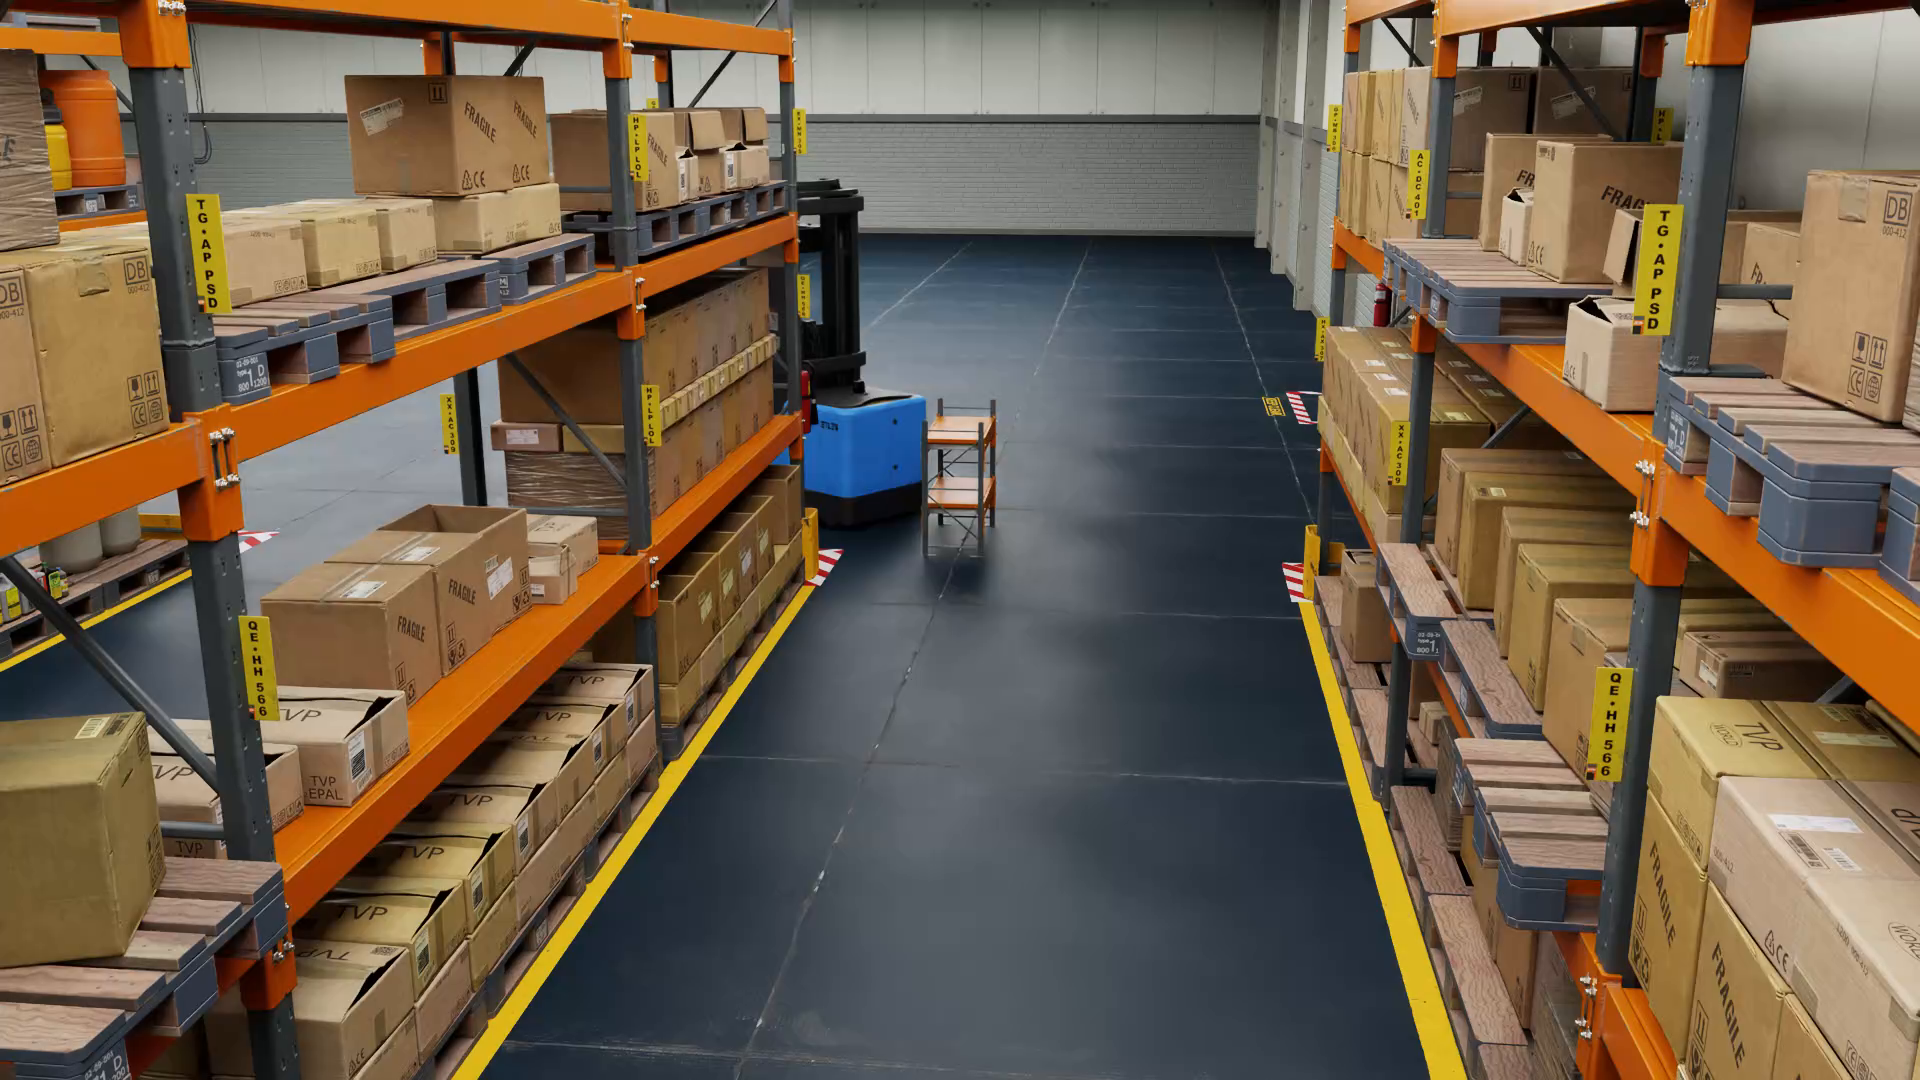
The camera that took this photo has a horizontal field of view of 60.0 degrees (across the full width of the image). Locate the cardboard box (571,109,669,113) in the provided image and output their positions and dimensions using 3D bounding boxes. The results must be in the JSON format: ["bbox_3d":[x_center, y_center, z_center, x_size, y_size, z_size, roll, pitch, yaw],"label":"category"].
[{"bbox_3d":[-2.178,-2.529,10.758,0.500,0.500,0.500,2,15,6],"label":"cardboard box"}]

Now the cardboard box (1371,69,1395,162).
[{"bbox_3d":[2.639,-2.408,9.427,0.500,0.500,0.500,1,15,4],"label":"cardboard box"}]

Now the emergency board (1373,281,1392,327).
[{"bbox_3d":[4.977,-3.029,19.618,0.194,1.169,0.643,2,15,6],"label":"emergency board"}]

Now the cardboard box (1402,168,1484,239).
[{"bbox_3d":[2.563,-1.648,8.533,0.500,0.500,0.500,2,15,8],"label":"cardboard box"}]

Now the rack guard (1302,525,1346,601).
[{"bbox_3d":[3.194,0.186,12.516,1.175,0.500,0.348,2,15,6],"label":"rack guard"}]

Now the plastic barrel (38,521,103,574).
[{"bbox_3d":[-6.696,-0.031,12.491,0.421,0.512,0.421,0,15,0],"label":"plastic barrel"}]

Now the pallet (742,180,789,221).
[{"bbox_3d":[-1.825,-2.408,11.743,1.003,0.211,1.213,2,15,6],"label":"pallet"}]

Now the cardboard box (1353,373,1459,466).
[{"bbox_3d":[2.616,-0.694,9.793,0.500,0.500,0.500,1,15,5],"label":"cardboard box"}]

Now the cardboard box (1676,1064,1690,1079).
[{"bbox_3d":[1.882,1.356,3.843,0.380,0.149,0.250,2,15,8],"label":"cardboard box"}]

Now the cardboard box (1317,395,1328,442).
[{"bbox_3d":[2.832,-0.860,11.846,0.500,0.250,0.500,1,15,5],"label":"cardboard box"}]

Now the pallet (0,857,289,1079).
[{"bbox_3d":[-2.629,1.160,4.493,1.213,0.211,1.003,2,15,6],"label":"pallet"}]

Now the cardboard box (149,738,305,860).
[{"bbox_3d":[-2.538,0.840,5.481,0.500,0.311,0.500,3,15,10],"label":"cardboard box"}]

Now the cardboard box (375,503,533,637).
[{"bbox_3d":[-2.333,0.139,7.709,0.500,0.500,0.500,3,15,10],"label":"cardboard box"}]

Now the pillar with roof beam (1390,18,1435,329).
[{"bbox_3d":[0.383,-5.412,16.938,9.100,9.000,0.400,2,15,6],"label":"pillar with roof beam"}]

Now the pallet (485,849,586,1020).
[{"bbox_3d":[-2.350,1.708,7.442,1.003,0.211,1.213,2,15,6],"label":"pallet"}]

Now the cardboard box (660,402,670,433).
[{"bbox_3d":[-1.892,-0.705,9.590,0.380,0.149,0.250,1,15,5],"label":"cardboard box"}]

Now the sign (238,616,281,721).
[{"bbox_3d":[-2.082,0.382,4.935,0.100,0.325,0.005,2,15,6],"label":"sign"}]

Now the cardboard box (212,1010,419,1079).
[{"bbox_3d":[-2.271,1.887,5.900,0.500,0.250,0.500,2,15,6],"label":"cardboard box"}]

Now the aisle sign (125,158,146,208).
[{"bbox_3d":[-6.337,-2.597,13.039,0.394,0.787,0.004,2,15,6],"label":"aisle sign"}]

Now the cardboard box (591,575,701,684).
[{"bbox_3d":[-1.807,0.504,9.579,0.500,0.500,0.500,2,15,6],"label":"cardboard box"}]

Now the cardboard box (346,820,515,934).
[{"bbox_3d":[-2.161,1.348,6.820,0.500,0.311,0.500,1,15,5],"label":"cardboard box"}]

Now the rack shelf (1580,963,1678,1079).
[{"bbox_3d":[2.075,1.901,2.765,1.077,0.370,4.000,2,15,6],"label":"rack shelf"}]

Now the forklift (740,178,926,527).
[{"bbox_3d":[-1.707,-1.831,15.320,3.031,2.935,1.130,14,20,41],"label":"forklift"}]

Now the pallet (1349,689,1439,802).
[{"bbox_3d":[2.792,1.168,9.438,1.003,0.211,1.213,2,15,6],"label":"pallet"}]

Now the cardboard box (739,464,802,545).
[{"bbox_3d":[-1.484,-0.275,12.458,0.500,0.500,0.500,2,15,6],"label":"cardboard box"}]

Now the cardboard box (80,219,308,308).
[{"bbox_3d":[-2.586,-0.944,5.645,0.500,0.250,0.500,2,15,8],"label":"cardboard box"}]

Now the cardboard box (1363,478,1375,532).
[{"bbox_3d":[2.568,-0.201,9.407,0.500,0.250,0.500,2,15,7],"label":"cardboard box"}]

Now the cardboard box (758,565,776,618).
[{"bbox_3d":[-1.586,0.347,11.596,0.500,0.250,0.500,2,15,6],"label":"cardboard box"}]

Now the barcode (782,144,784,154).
[{"bbox_3d":[-1.274,-2.821,11.989,0.001,0.075,0.075,2,15,6],"label":"barcode"}]

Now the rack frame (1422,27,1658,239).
[{"bbox_3d":[2.752,-2.899,7.643,1.000,3.000,0.127,2,15,6],"label":"rack frame"}]

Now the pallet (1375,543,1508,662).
[{"bbox_3d":[2.521,0.284,7.734,1.003,0.211,1.213,2,15,6],"label":"pallet"}]

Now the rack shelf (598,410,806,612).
[{"bbox_3d":[-1.945,-0.319,10.974,1.077,0.370,4.000,2,15,6],"label":"rack shelf"}]

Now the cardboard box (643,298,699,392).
[{"bbox_3d":[-2.014,-1.199,10.171,0.700,0.500,0.500,2,15,6],"label":"cardboard box"}]

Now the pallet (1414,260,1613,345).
[{"bbox_3d":[2.462,-0.934,6.483,1.213,0.211,1.003,2,15,6],"label":"pallet"}]

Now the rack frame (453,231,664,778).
[{"bbox_3d":[-2.171,-0.148,8.962,1.000,3.000,0.127,2,15,6],"label":"rack frame"}]

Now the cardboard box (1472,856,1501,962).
[{"bbox_3d":[2.579,1.449,7.001,0.700,0.500,0.500,2,15,7],"label":"cardboard box"}]

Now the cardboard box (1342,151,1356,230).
[{"bbox_3d":[2.821,-2.329,11.051,0.500,0.500,0.500,3,15,10],"label":"cardboard box"}]

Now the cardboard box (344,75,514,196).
[{"bbox_3d":[-2.321,-1.781,7.301,0.500,0.500,0.500,3,15,12],"label":"cardboard box"}]

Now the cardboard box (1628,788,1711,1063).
[{"bbox_3d":[1.991,0.952,4.097,0.500,0.500,0.500,2,15,8],"label":"cardboard box"}]

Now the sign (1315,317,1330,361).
[{"bbox_3d":[2.664,-1.474,12.209,0.100,0.325,0.005,2,15,6],"label":"sign"}]

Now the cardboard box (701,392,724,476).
[{"bbox_3d":[-1.957,-0.711,10.854,0.700,0.500,0.500,2,15,8],"label":"cardboard box"}]

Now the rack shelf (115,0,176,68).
[{"bbox_3d":[-2.848,-0.947,2.570,1.077,0.370,4.000,2,15,6],"label":"rack shelf"}]

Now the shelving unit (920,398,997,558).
[{"bbox_3d":[-0.001,-0.541,14.009,0.538,1.125,1.048,2,15,6],"label":"shelving unit"}]

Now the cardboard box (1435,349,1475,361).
[{"bbox_3d":[3.240,-0.947,10.728,0.500,0.500,0.500,1,15,5],"label":"cardboard box"}]

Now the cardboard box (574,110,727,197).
[{"bbox_3d":[-1.860,-2.339,10.050,0.797,0.503,0.637,3,16,12],"label":"cardboard box"}]

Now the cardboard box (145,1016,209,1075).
[{"bbox_3d":[-2.808,1.600,5.886,0.500,0.311,0.500,2,15,8],"label":"cardboard box"}]

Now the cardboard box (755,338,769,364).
[{"bbox_3d":[-1.601,-1.374,12.063,0.380,0.149,0.250,2,15,8],"label":"cardboard box"}]

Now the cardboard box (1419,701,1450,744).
[{"bbox_3d":[2.782,1.013,9.255,0.380,0.166,0.250,0,15,-1],"label":"cardboard box"}]

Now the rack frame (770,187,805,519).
[{"bbox_3d":[-1.719,-1.185,12.799,1.000,3.000,0.127,2,15,6],"label":"rack frame"}]

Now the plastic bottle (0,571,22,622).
[{"bbox_3d":[-6.498,0.367,11.290,0.144,0.351,0.185,2,15,9],"label":"plastic bottle"}]

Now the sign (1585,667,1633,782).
[{"bbox_3d":[1.760,0.500,4.499,0.100,0.325,0.005,2,15,6],"label":"sign"}]

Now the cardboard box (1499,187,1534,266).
[{"bbox_3d":[2.541,-1.311,6.885,0.500,0.311,0.500,2,15,8],"label":"cardboard box"}]

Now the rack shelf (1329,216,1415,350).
[{"bbox_3d":[2.977,-1.622,10.047,1.077,0.370,4.000,2,15,6],"label":"rack shelf"}]

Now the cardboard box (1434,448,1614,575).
[{"bbox_3d":[2.660,-0.132,7.871,0.700,0.500,0.500,2,15,6],"label":"cardboard box"}]

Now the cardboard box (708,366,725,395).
[{"bbox_3d":[-1.746,-1.040,10.826,0.380,0.149,0.250,1,15,5],"label":"cardboard box"}]

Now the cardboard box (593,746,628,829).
[{"bbox_3d":[-1.988,1.224,8.352,0.500,0.250,0.500,1,15,5],"label":"cardboard box"}]

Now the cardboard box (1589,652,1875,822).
[{"bbox_3d":[2.343,0.652,4.971,0.700,0.500,0.500,0,15,0],"label":"cardboard box"}]
